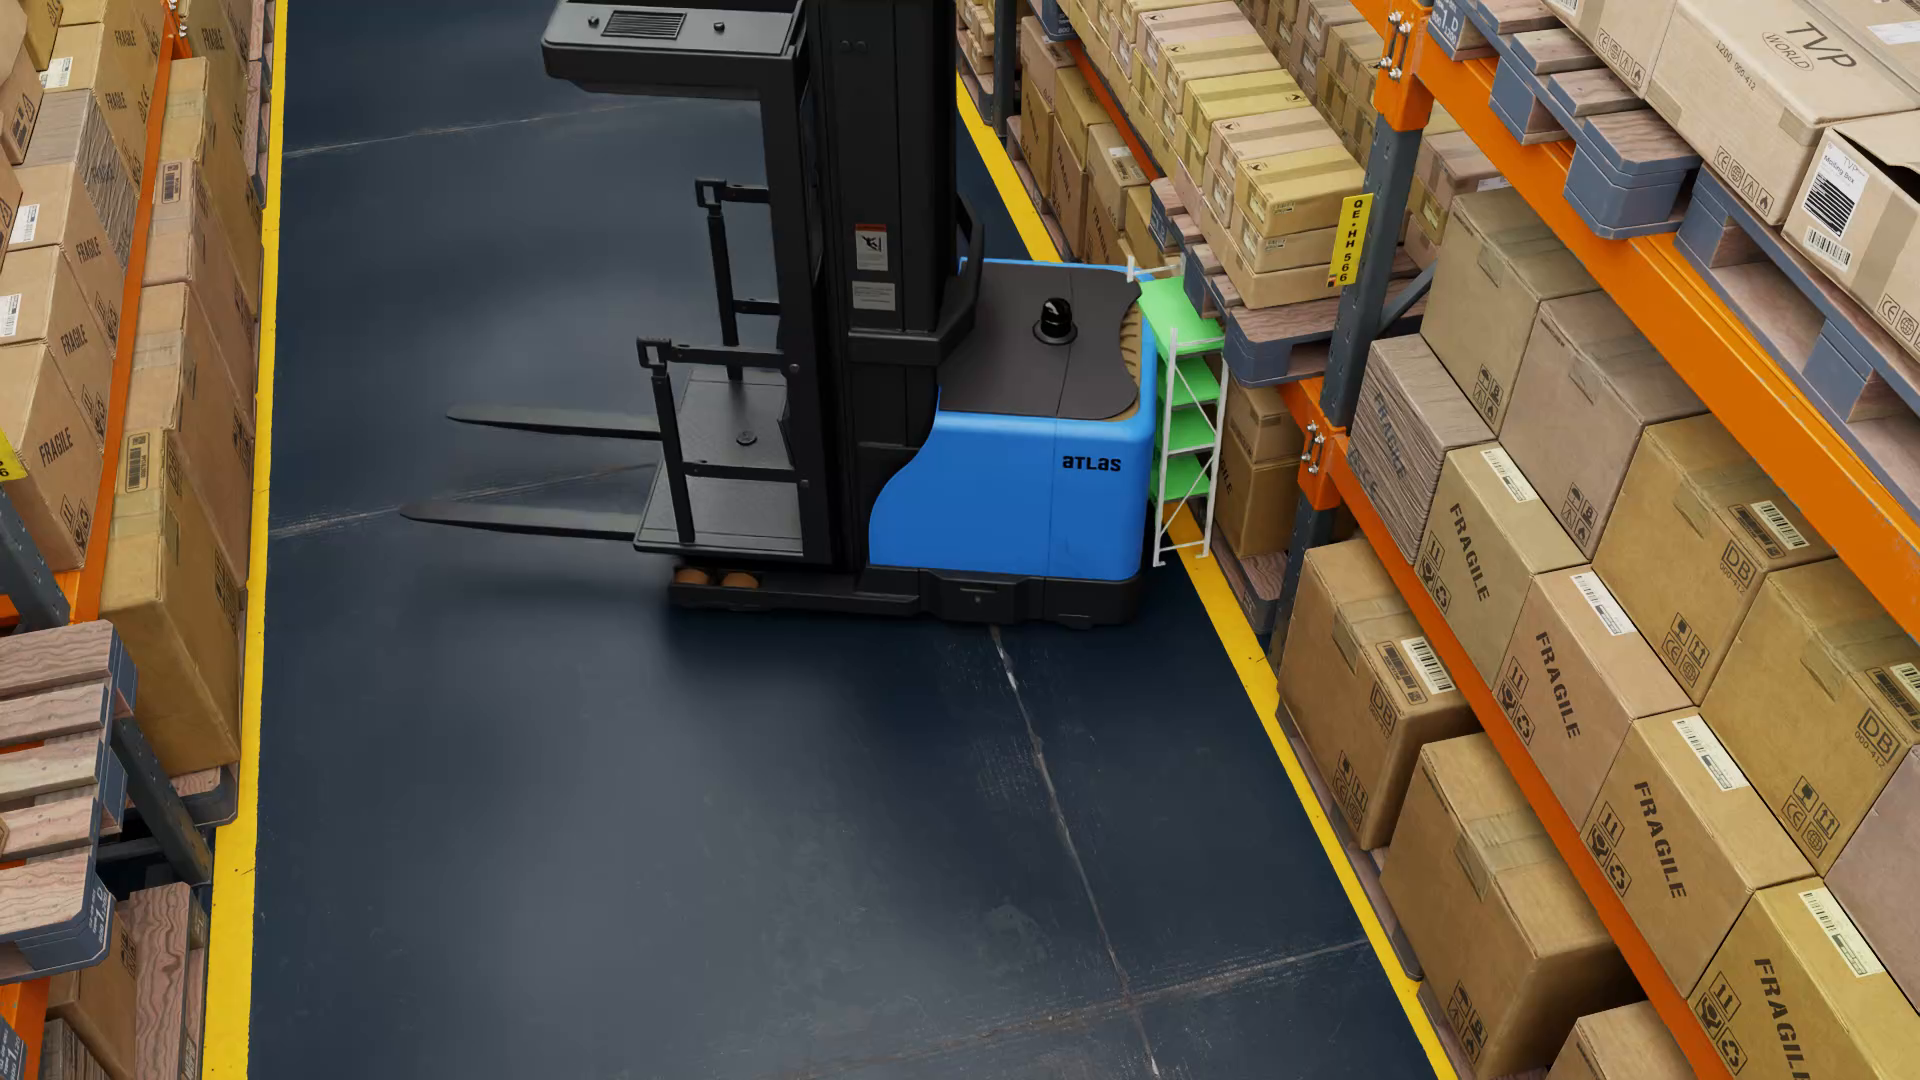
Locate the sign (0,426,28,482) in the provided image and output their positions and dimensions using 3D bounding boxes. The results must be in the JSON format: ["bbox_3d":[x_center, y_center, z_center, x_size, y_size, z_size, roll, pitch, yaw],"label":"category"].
[{"bbox_3d":[-2.595,-0.278,4.418,0.100,0.325,0.005,-11,47,-10],"label":"sign"}]

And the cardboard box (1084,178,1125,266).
[{"bbox_3d":[0.897,-1.383,7.712,0.500,0.500,0.500,-10,46,-10],"label":"cardboard box"}]

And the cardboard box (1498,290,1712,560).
[{"bbox_3d":[1.940,-0.356,4.479,0.700,0.500,0.500,-11,47,-11],"label":"cardboard box"}]

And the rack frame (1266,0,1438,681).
[{"bbox_3d":[1.704,-0.632,5.520,1.000,3.000,0.127,-11,47,-10],"label":"rack frame"}]

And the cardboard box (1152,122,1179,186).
[{"bbox_3d":[0.945,-1.469,6.222,0.380,0.149,0.250,-11,47,-11],"label":"cardboard box"}]

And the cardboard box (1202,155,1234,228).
[{"bbox_3d":[1.067,-1.237,5.786,0.380,0.149,0.250,-9,46,-9],"label":"cardboard box"}]

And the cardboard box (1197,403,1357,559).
[{"bbox_3d":[1.283,-0.310,6.661,0.500,0.500,0.500,-11,47,-11],"label":"cardboard box"}]

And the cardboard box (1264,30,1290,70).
[{"bbox_3d":[1.443,-1.952,6.695,0.380,0.149,0.250,-10,46,-10],"label":"cardboard box"}]

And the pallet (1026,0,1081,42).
[{"bbox_3d":[0.735,-2.772,7.751,1.003,0.211,1.213,-11,47,-10],"label":"pallet"}]

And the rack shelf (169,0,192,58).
[{"bbox_3d":[-4.653,-3.685,9.016,1.077,0.370,4.000,-11,47,-10],"label":"rack shelf"}]

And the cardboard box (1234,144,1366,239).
[{"bbox_3d":[1.135,-1.154,5.496,0.380,0.149,0.250,-12,47,-12],"label":"cardboard box"}]

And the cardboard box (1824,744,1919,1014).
[{"bbox_3d":[2.332,0.699,3.445,0.700,0.500,0.500,-10,46,-10],"label":"cardboard box"}]

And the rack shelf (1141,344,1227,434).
[{"bbox_3d":[0.834,-0.642,6.524,0.258,0.148,0.480,-11,44,-10],"label":"rack shelf"}]

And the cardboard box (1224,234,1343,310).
[{"bbox_3d":[1.133,-0.947,5.711,0.380,0.149,0.250,-10,46,-10],"label":"cardboard box"}]

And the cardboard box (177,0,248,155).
[{"bbox_3d":[-4.232,-2.430,8.475,0.875,0.875,0.875,-11,47,-10],"label":"cardboard box"}]

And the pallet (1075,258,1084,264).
[{"bbox_3d":[1.196,-1.036,7.868,1.003,0.211,1.213,-11,47,-10],"label":"pallet"}]

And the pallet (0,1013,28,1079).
[{"bbox_3d":[-2.570,1.632,3.436,1.003,0.211,1.213,-11,47,-10],"label":"pallet"}]

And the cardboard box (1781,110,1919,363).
[{"bbox_3d":[1.936,-0.592,3.079,0.500,0.311,0.500,-11,47,-11],"label":"cardboard box"}]

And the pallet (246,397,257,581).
[{"bbox_3d":[-3.555,-0.217,7.066,1.003,0.211,1.213,-11,47,-10],"label":"pallet"}]

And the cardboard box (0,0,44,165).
[{"bbox_3d":[-3.631,-1.601,5.697,0.797,0.503,0.637,-9,46,-9],"label":"cardboard box"}]

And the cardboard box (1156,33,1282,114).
[{"bbox_3d":[0.934,-1.692,6.024,0.380,0.149,0.250,-9,46,-9],"label":"cardboard box"}]

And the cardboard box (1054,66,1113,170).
[{"bbox_3d":[0.752,-2.002,7.794,0.500,0.250,0.500,-10,46,-9],"label":"cardboard box"}]

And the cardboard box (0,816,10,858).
[{"bbox_3d":[-2.700,0.756,3.796,0.700,0.500,0.500,-4,46,-4],"label":"cardboard box"}]

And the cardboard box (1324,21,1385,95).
[{"bbox_3d":[1.576,-1.792,6.122,0.380,0.149,0.250,-13,47,-12],"label":"cardboard box"}]

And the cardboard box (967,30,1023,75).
[{"bbox_3d":[0.250,-2.751,9.299,0.380,0.149,0.250,-10,46,-10],"label":"cardboard box"}]

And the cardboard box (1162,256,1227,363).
[{"bbox_3d":[1.135,-0.937,6.750,0.500,0.250,0.500,-10,46,-10],"label":"cardboard box"}]

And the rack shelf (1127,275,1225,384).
[{"bbox_3d":[0.829,-0.817,6.360,0.258,0.148,0.480,-11,44,-10],"label":"rack shelf"}]

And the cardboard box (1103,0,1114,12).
[{"bbox_3d":[0.740,-2.227,6.548,0.380,0.149,0.250,-9,46,-9],"label":"cardboard box"}]

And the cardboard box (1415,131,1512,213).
[{"bbox_3d":[1.772,-1.257,5.597,0.380,0.149,0.250,-11,47,-10],"label":"cardboard box"}]

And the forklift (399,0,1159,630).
[{"bbox_3d":[-0.754,-1.109,6.035,3.031,2.935,1.130,4,46,4],"label":"forklift"}]

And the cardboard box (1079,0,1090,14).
[{"bbox_3d":[0.677,-2.296,6.824,0.380,0.149,0.250,-11,47,-11],"label":"cardboard box"}]

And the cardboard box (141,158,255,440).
[{"bbox_3d":[-3.728,-0.905,6.981,1.225,0.875,0.875,-12,47,-12],"label":"cardboard box"}]

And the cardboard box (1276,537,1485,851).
[{"bbox_3d":[1.773,0.446,5.745,1.050,0.750,0.750,-11,47,-11],"label":"cardboard box"}]

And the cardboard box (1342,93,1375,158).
[{"bbox_3d":[1.631,-1.536,6.079,0.380,0.149,0.250,-12,47,-12],"label":"cardboard box"}]

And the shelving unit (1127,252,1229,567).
[{"bbox_3d":[0.838,-0.514,6.645,0.258,1.200,0.503,-11,44,-10],"label":"shelving unit"}]

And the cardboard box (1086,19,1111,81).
[{"bbox_3d":[0.737,-2.021,6.763,0.380,0.149,0.250,-13,47,-12],"label":"cardboard box"}]

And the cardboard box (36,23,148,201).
[{"bbox_3d":[-3.497,-1.616,6.414,0.500,0.500,0.500,-11,47,-11],"label":"cardboard box"}]

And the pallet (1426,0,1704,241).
[{"bbox_3d":[1.920,-1.181,4.090,1.213,0.211,1.003,-9,46,-8],"label":"pallet"}]

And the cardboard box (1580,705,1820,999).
[{"bbox_3d":[1.945,0.736,4.109,0.500,0.500,0.500,-11,47,-11],"label":"cardboard box"}]

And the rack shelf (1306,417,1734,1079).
[{"bbox_3d":[2.216,1.001,4.423,1.077,0.370,4.000,-11,47,-10],"label":"rack shelf"}]

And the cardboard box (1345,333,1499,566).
[{"bbox_3d":[1.558,-0.307,5.132,0.500,0.500,0.500,-10,46,-10],"label":"cardboard box"}]

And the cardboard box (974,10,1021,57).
[{"bbox_3d":[0.292,-2.806,9.144,0.380,0.149,0.250,-10,46,-10],"label":"cardboard box"}]

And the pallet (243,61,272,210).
[{"bbox_3d":[-4.260,-2.120,8.930,1.003,0.211,1.213,-11,47,-10],"label":"pallet"}]

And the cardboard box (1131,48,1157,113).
[{"bbox_3d":[0.872,-1.763,6.302,0.380,0.149,0.250,-11,47,-11],"label":"cardboard box"}]

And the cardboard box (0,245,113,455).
[{"bbox_3d":[-3.112,-0.571,5.390,0.500,0.500,0.500,-12,47,-11],"label":"cardboard box"}]

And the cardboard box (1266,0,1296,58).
[{"bbox_3d":[1.443,-2.054,6.587,0.380,0.149,0.250,-11,47,-11],"label":"cardboard box"}]

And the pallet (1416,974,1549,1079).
[{"bbox_3d":[2.142,1.743,5.145,1.003,0.211,1.213,-11,47,-10],"label":"pallet"}]

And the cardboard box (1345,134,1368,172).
[{"bbox_3d":[1.646,-1.408,6.162,0.380,0.149,0.250,-9,46,-8],"label":"cardboard box"}]
